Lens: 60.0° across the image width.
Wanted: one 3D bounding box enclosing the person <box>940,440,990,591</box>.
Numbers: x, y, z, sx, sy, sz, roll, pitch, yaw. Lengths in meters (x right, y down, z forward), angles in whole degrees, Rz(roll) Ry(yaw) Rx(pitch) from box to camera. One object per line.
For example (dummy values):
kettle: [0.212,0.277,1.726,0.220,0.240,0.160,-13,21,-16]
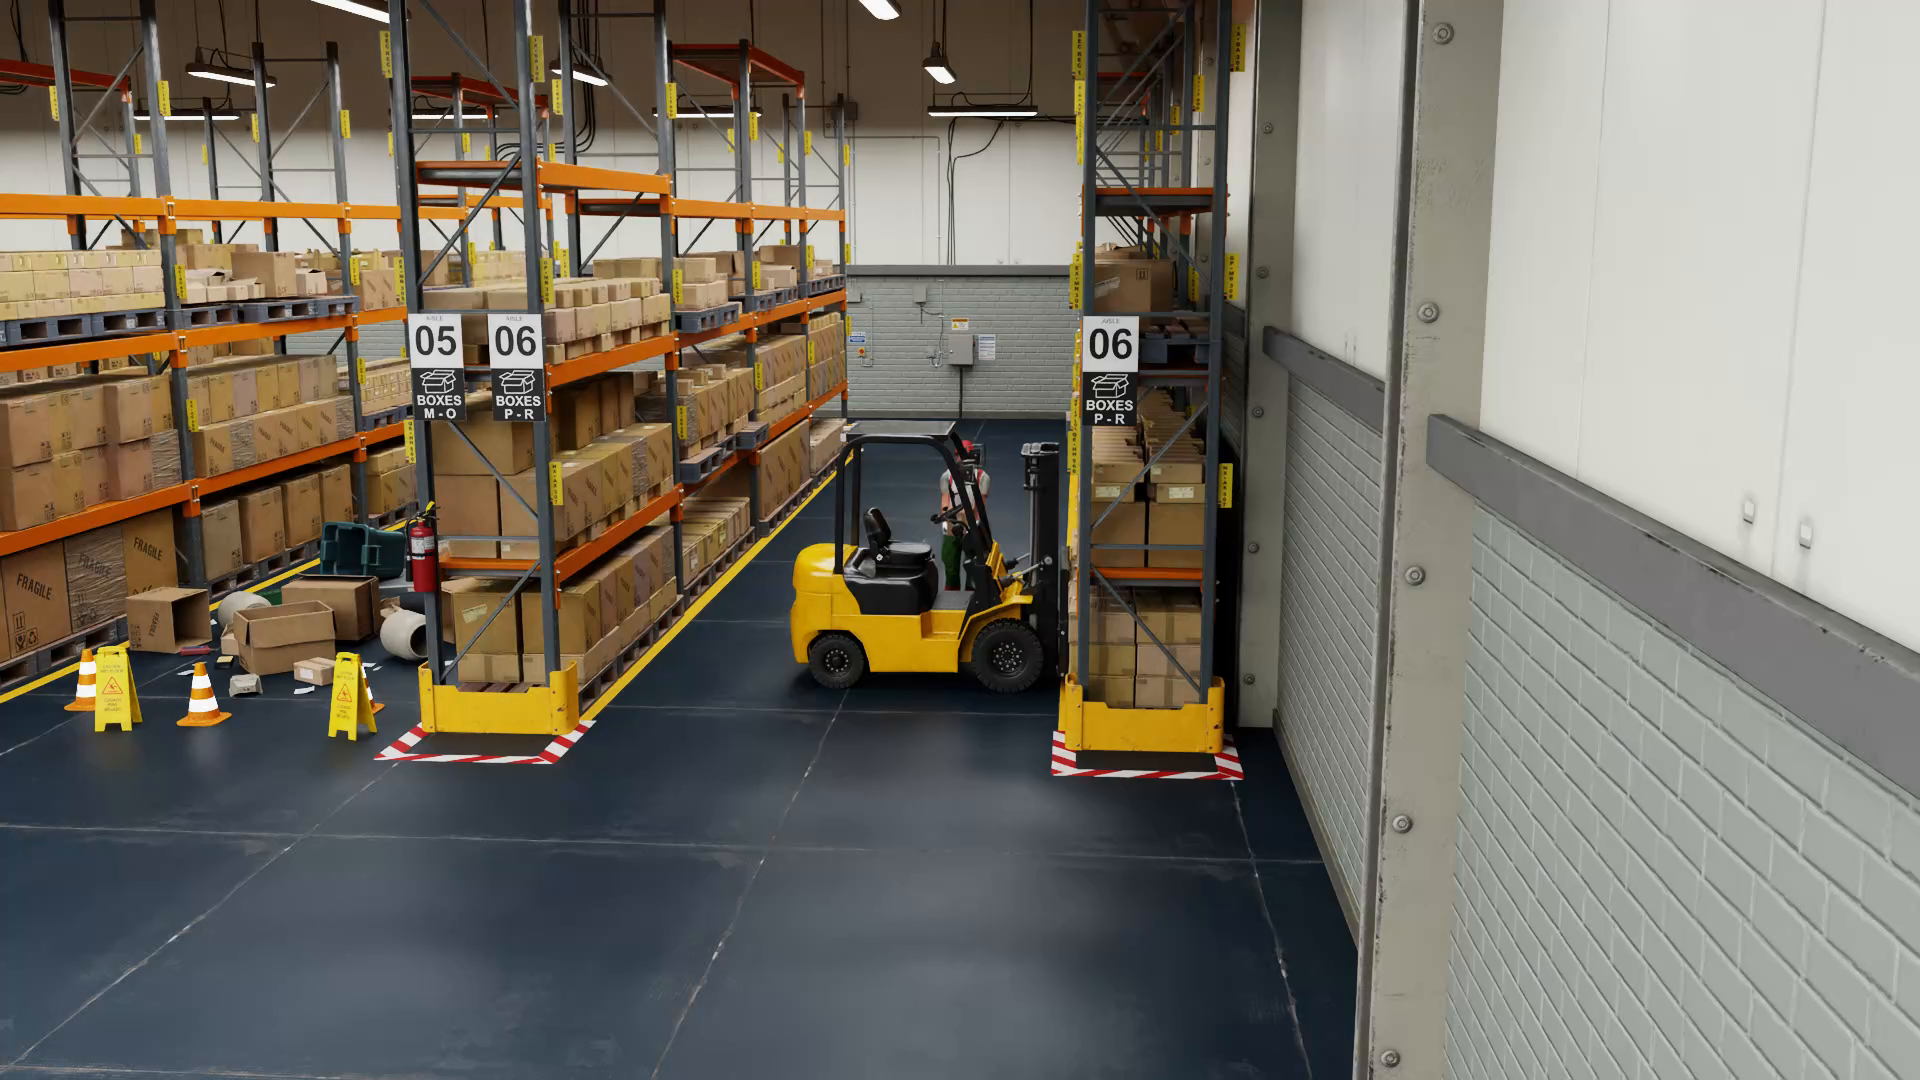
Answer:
person: [0.039,-0.070,16.234,0.495,1.785,0.561,1,11,4]
